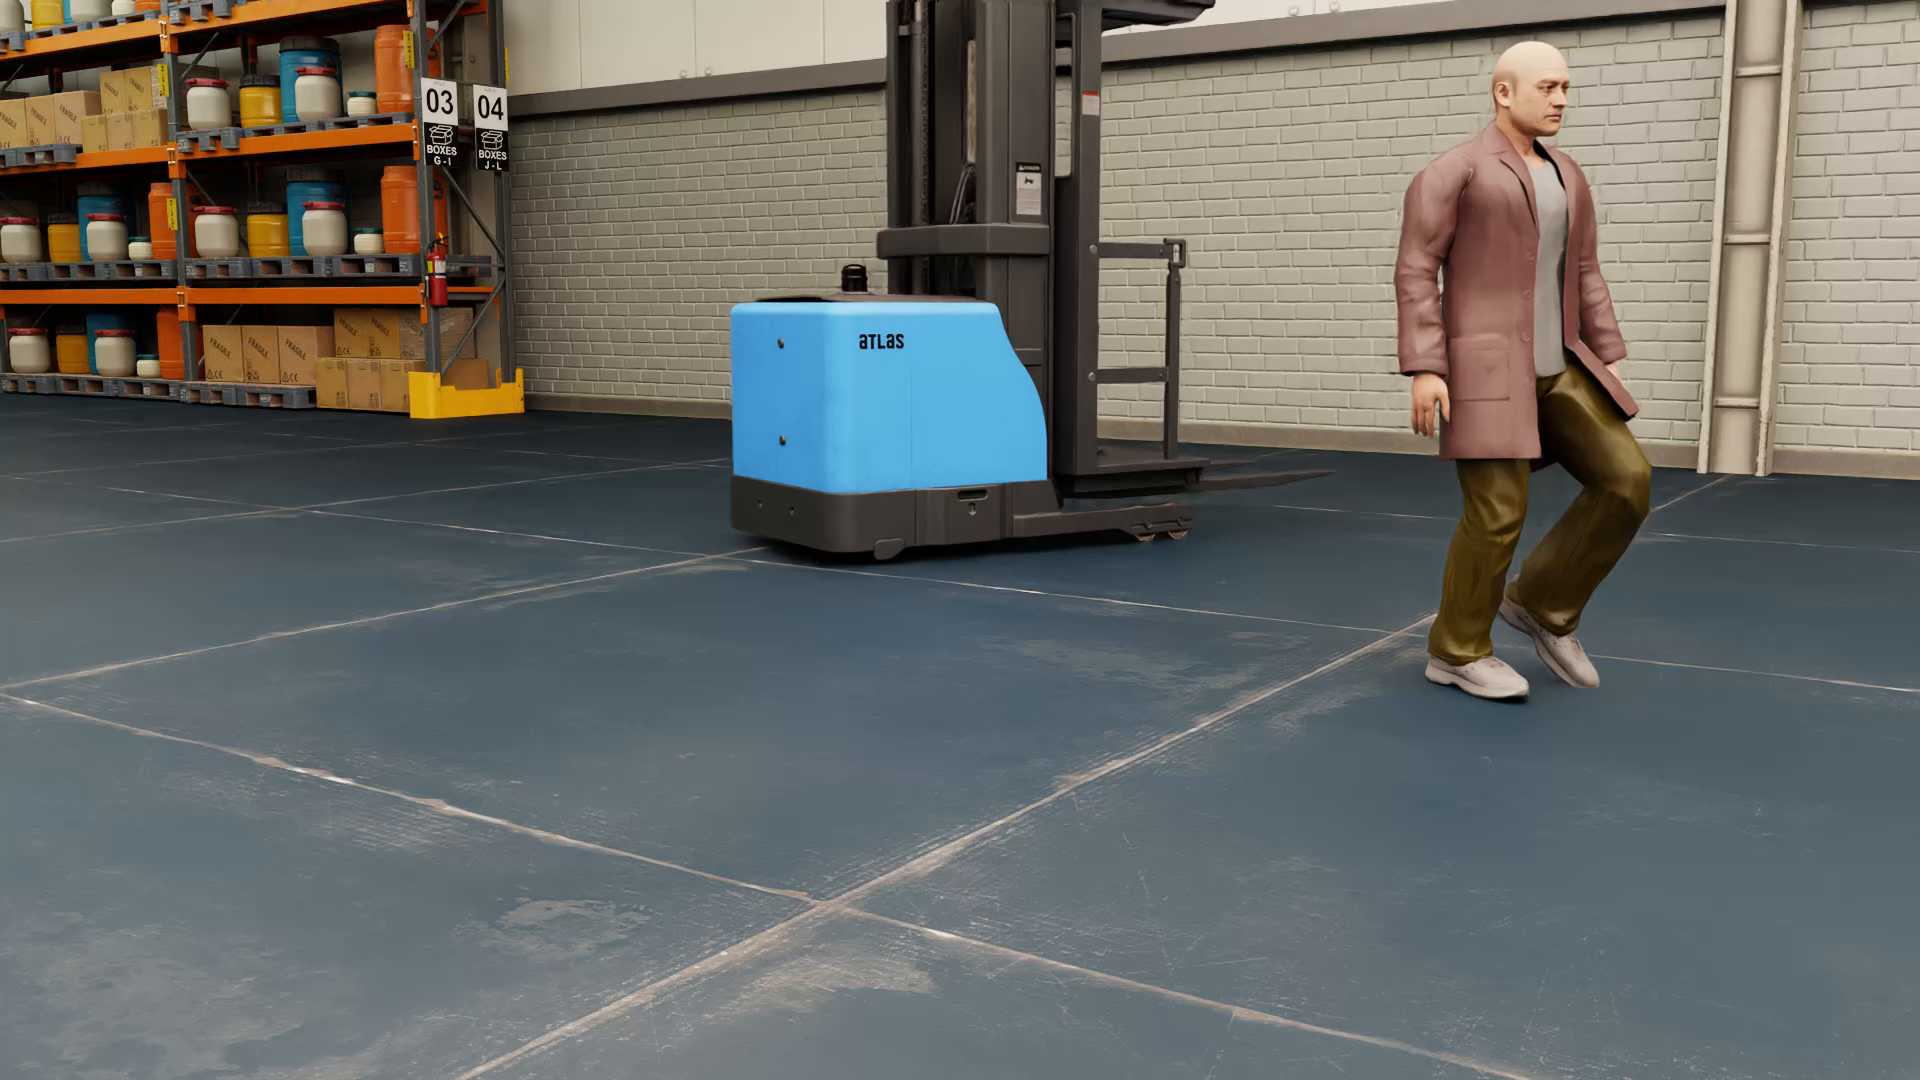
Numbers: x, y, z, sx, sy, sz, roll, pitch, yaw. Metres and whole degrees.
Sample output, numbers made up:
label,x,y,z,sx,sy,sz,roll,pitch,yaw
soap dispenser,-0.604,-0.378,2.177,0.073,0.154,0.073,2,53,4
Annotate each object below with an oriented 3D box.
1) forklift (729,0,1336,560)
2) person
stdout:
label,x,y,z,sx,sy,sz,roll,pitch,yaw
forklift,0.474,-1.502,7.752,3.031,2.935,1.130,-5,10,-33
person,1.545,-0.443,4.505,0.735,1.767,0.497,-4,9,-27
